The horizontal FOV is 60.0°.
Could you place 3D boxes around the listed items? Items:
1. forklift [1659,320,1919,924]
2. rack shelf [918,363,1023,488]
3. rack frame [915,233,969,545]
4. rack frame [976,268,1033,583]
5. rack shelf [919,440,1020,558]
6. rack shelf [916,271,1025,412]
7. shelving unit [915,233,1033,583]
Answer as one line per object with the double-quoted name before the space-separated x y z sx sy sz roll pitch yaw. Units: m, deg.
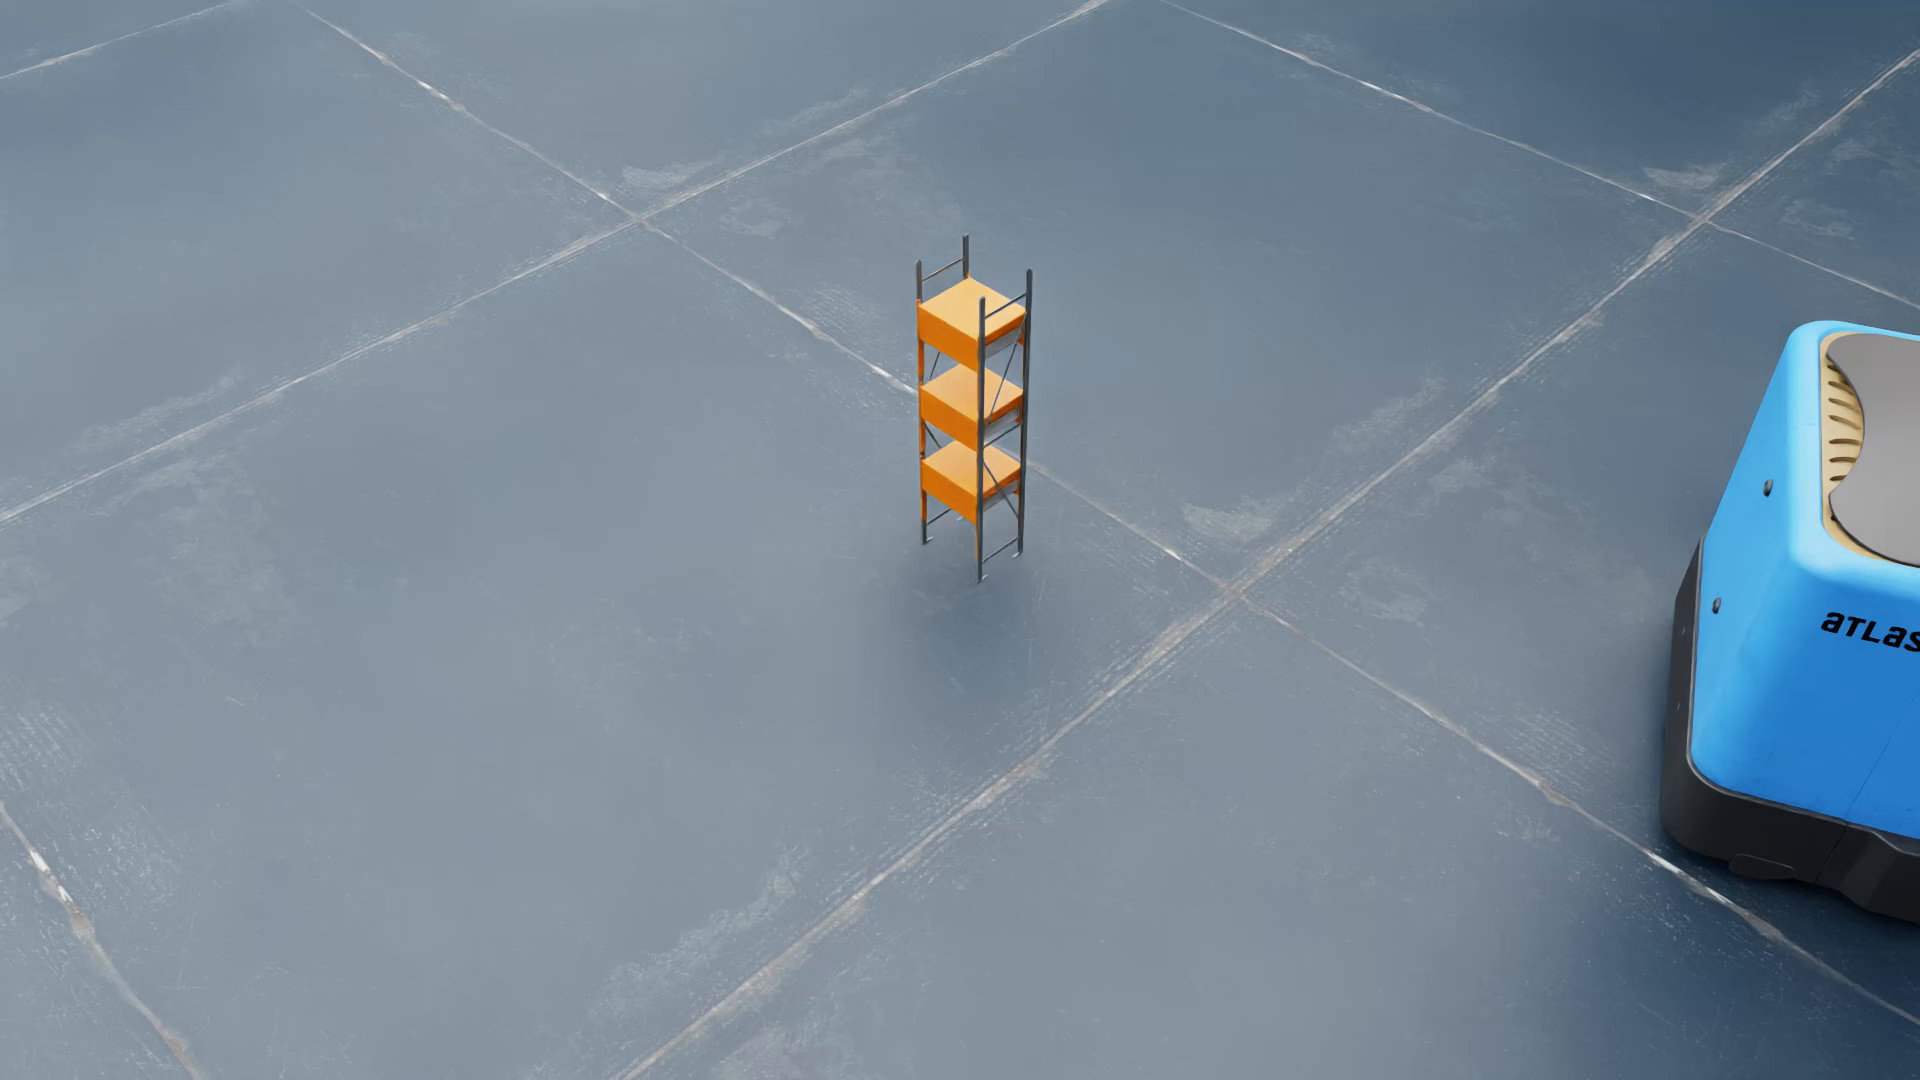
"forklift" 3.404 -0.220 3.329 3.031 2.935 1.130 14 45 15
"rack shelf" 0.038 -0.352 4.873 0.215 0.259 0.240 -34 53 -31
"rack frame" -0.048 -0.418 4.929 0.200 1.050 0.008 -34 53 -31
"rack frame" 0.124 -0.301 4.802 0.200 1.050 0.008 -34 53 -31
"rack shelf" 0.038 -0.148 5.062 0.215 0.259 0.240 -34 53 -31
"rack shelf" 0.038 -0.561 4.680 0.215 0.259 0.240 -34 53 -31
"shelving unit" 0.038 -0.360 4.866 0.215 1.050 0.252 -34 53 -31
